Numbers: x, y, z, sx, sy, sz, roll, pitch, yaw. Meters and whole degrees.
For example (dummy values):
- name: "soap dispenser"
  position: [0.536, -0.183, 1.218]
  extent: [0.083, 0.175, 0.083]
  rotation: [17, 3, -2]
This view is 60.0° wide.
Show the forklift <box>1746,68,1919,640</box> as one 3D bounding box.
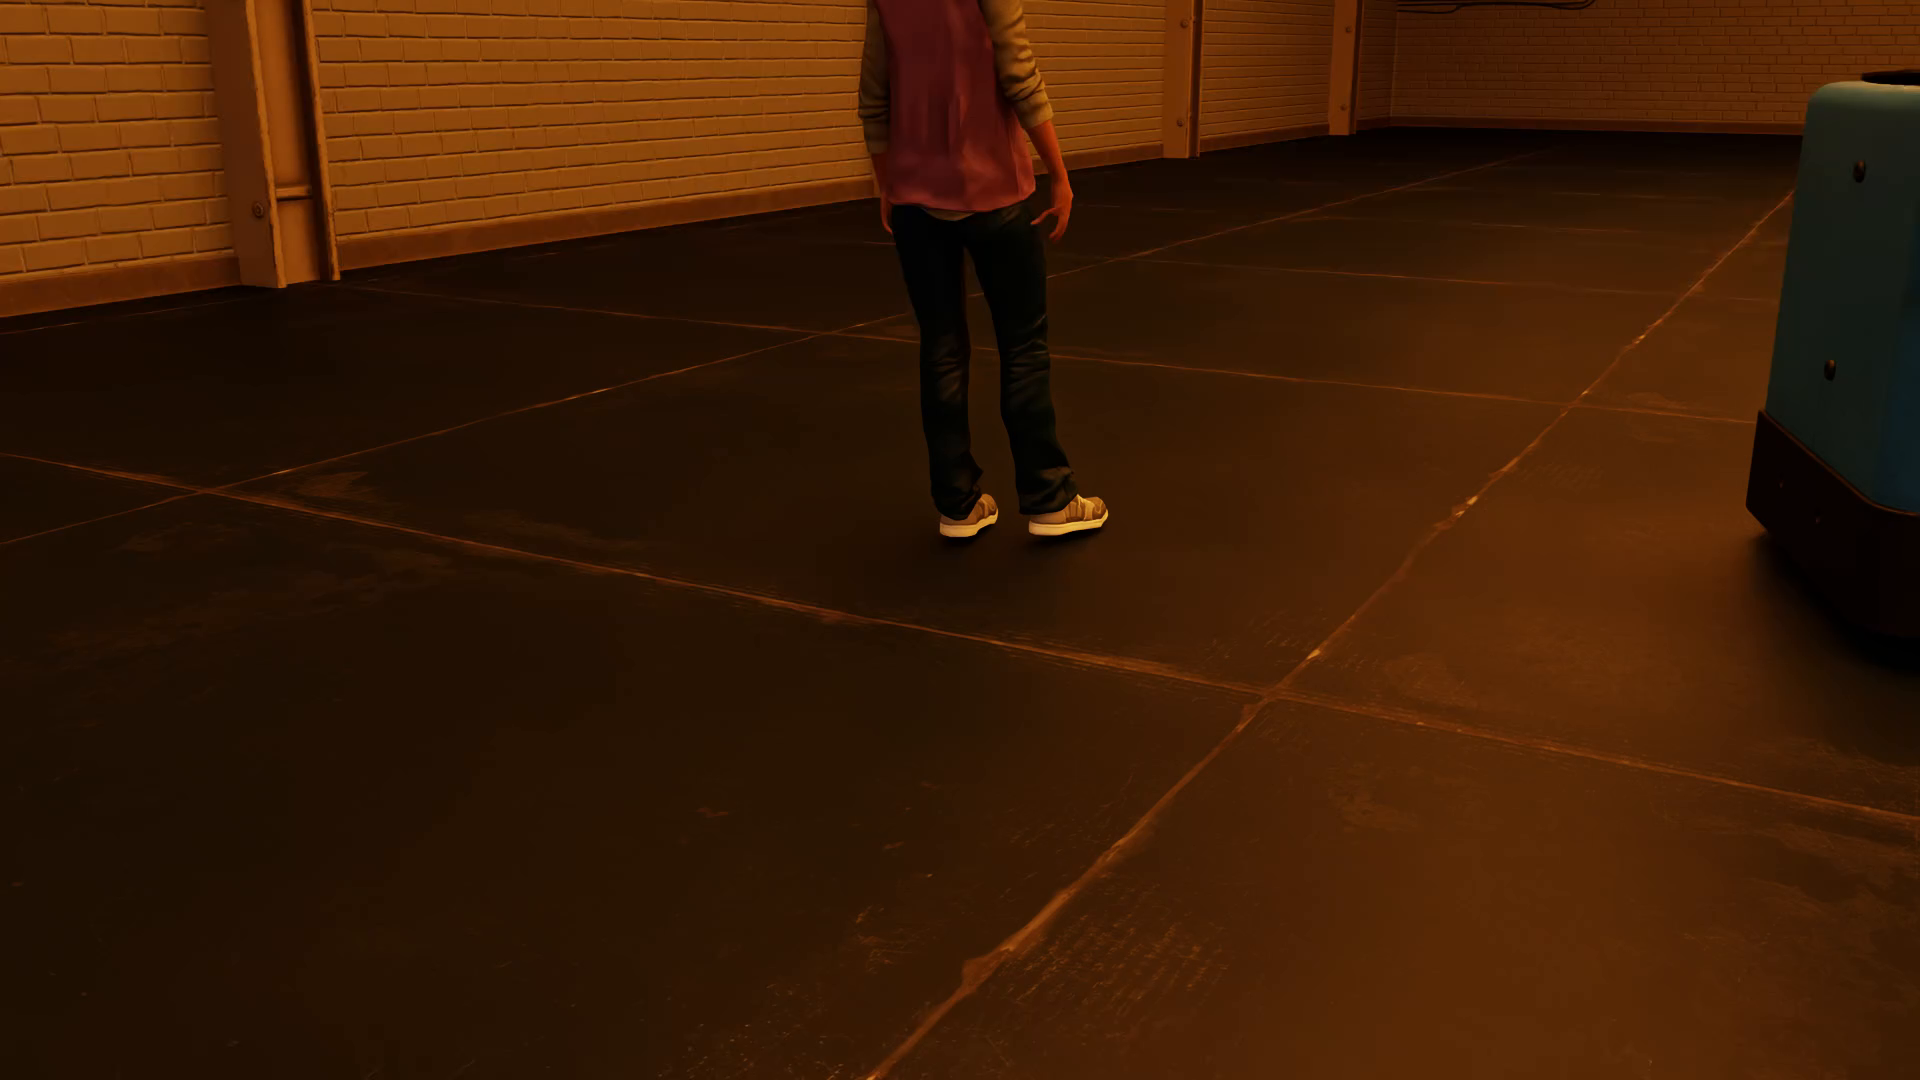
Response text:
- name: "forklift"
  position: [3.306, -1.208, 2.954]
  extent: [3.031, 2.935, 1.130]
  rotation: [4, 17, 12]

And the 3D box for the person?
- name: "person"
  position: [0.049, -0.790, 3.869]
  extent: [0.520, 1.599, 0.473]
  rotation: [9, 19, 28]
